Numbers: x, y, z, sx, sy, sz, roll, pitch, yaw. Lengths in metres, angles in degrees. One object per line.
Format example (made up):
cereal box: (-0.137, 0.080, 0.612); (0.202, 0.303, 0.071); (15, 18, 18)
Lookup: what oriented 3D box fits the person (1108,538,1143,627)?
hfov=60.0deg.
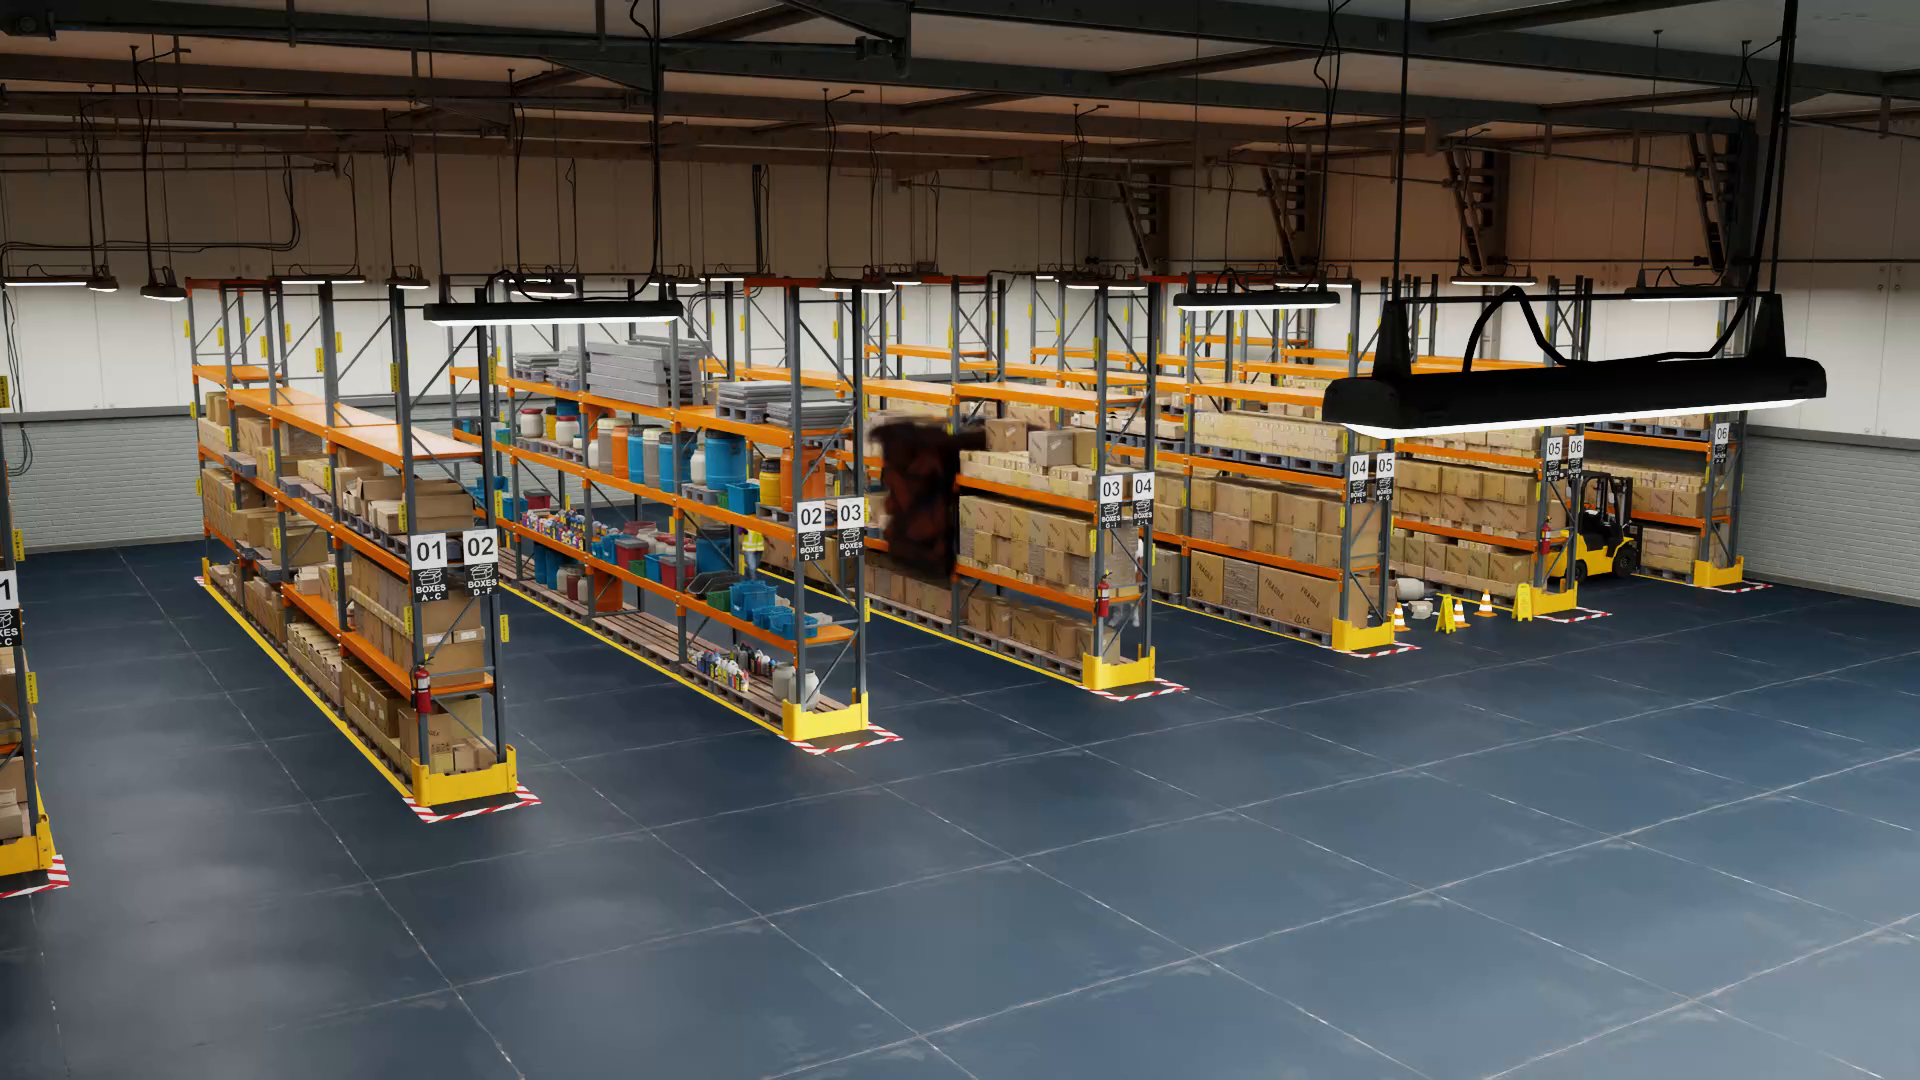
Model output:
person: (2.748, 0.564, 27.628); (0.595, 1.837, 0.405); (5, 11, 25)

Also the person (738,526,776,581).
person: (-3.935, 0.214, 31.623); (0.706, 1.738, 1.003); (-6, 11, -31)
